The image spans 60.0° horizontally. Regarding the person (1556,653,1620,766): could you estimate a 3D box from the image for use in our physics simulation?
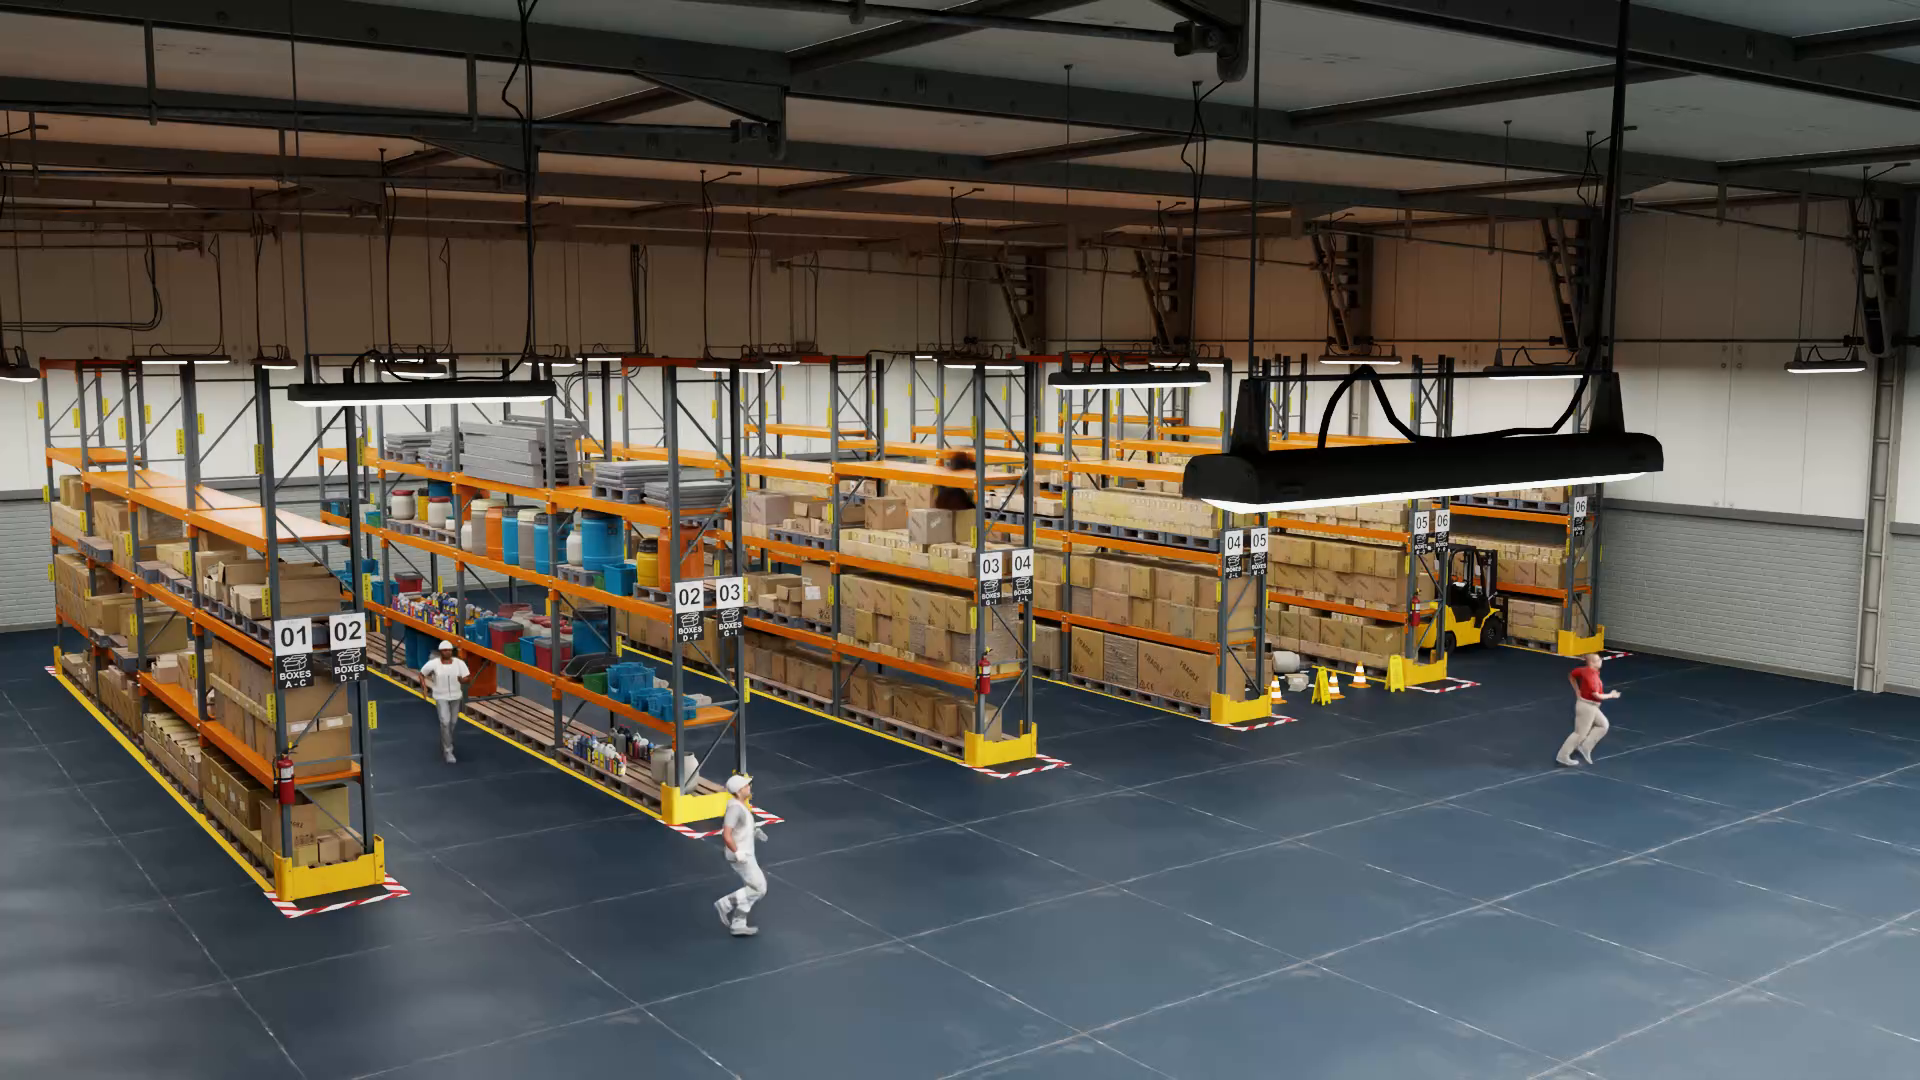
[{"bbox_3d":[9.335,2.520,24.714,0.872,1.718,0.677,2,7,14],"label":"person"}]

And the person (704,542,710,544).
[{"bbox_3d":[-5.910,0.909,38.035,0.657,1.787,1.013,-5,9,-36],"label":"person"}]

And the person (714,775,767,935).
[{"bbox_3d":[-2.309,3.322,17.684,0.517,1.675,0.711,-1,7,-5],"label":"person"}]

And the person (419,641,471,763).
[{"bbox_3d":[-7.766,2.405,25.198,0.692,1.781,0.922,-5,8,-34],"label":"person"}]
